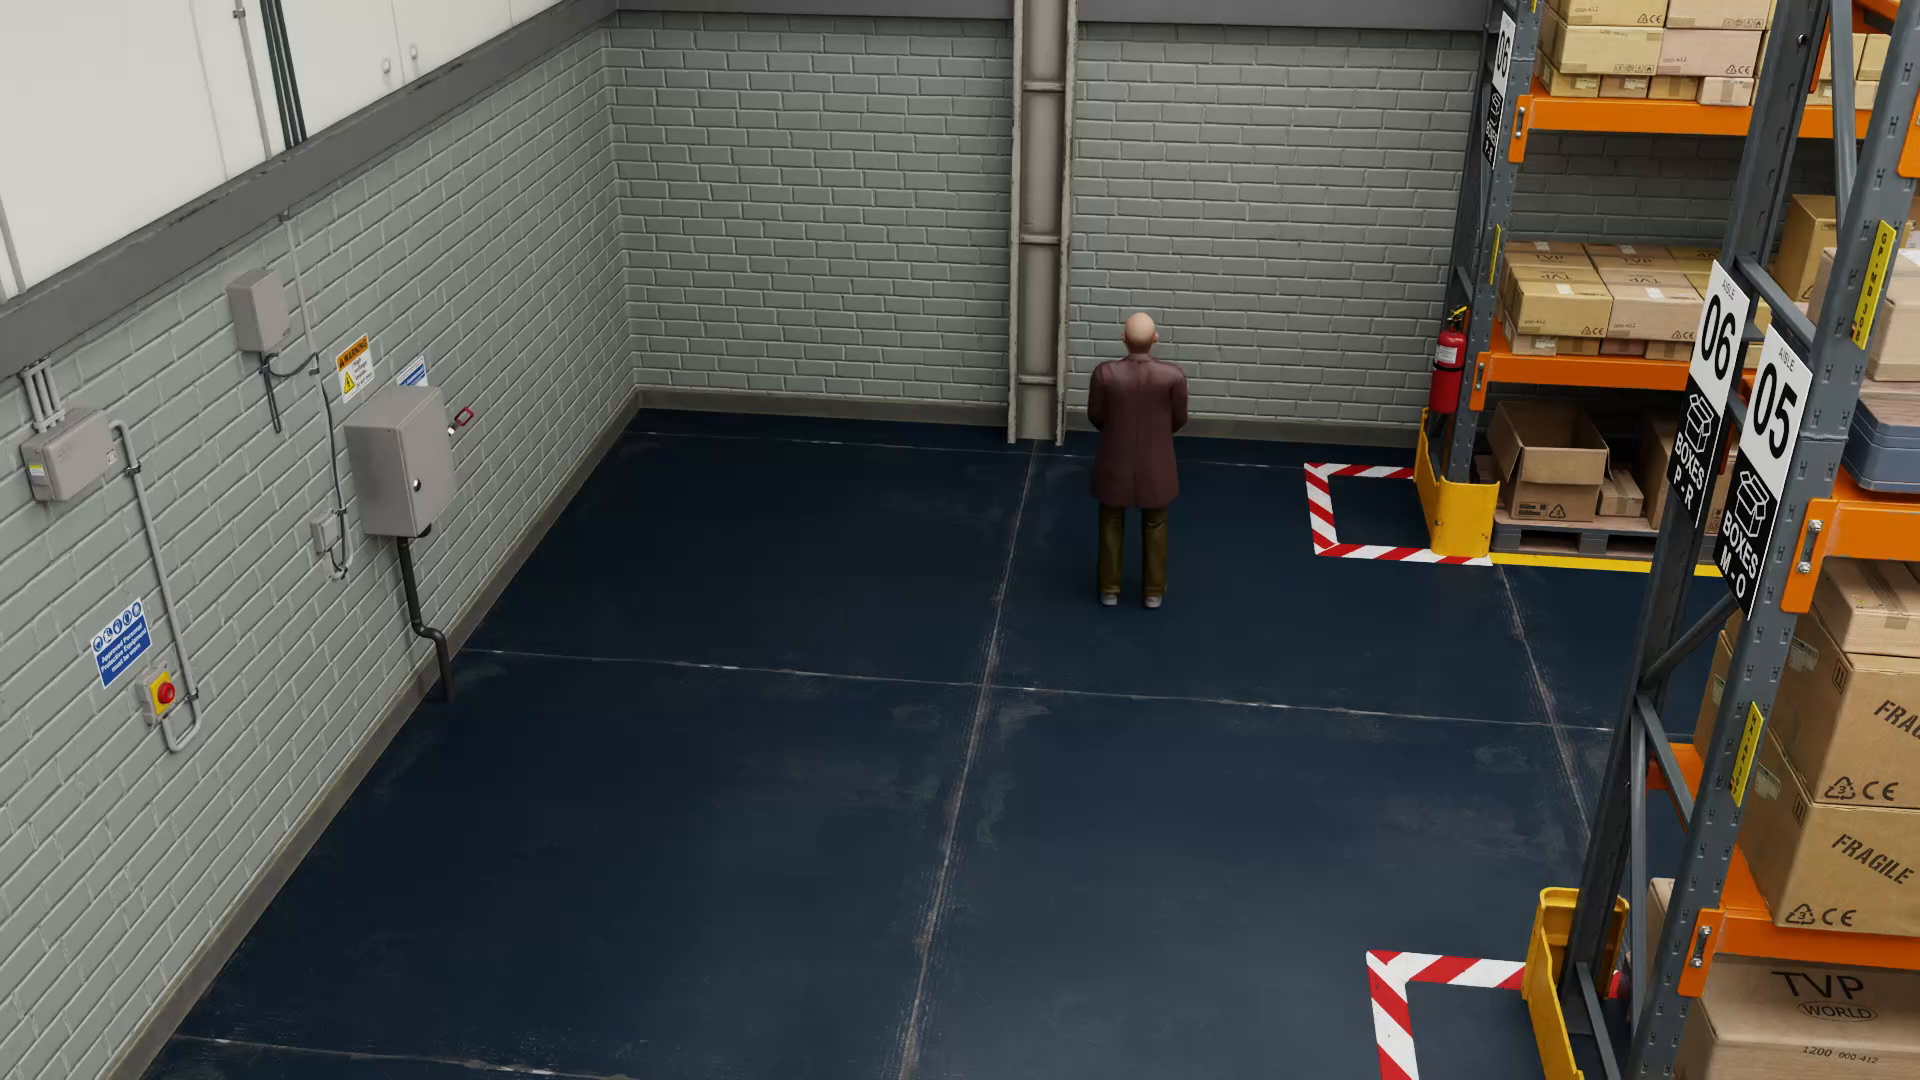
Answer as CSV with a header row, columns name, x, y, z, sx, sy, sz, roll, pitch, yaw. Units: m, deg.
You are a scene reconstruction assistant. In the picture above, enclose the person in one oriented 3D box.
name,x,y,z,sx,sy,sz,roll,pitch,yaw
person,1.008,-0.490,9.550,0.563,1.782,0.508,3,28,6
